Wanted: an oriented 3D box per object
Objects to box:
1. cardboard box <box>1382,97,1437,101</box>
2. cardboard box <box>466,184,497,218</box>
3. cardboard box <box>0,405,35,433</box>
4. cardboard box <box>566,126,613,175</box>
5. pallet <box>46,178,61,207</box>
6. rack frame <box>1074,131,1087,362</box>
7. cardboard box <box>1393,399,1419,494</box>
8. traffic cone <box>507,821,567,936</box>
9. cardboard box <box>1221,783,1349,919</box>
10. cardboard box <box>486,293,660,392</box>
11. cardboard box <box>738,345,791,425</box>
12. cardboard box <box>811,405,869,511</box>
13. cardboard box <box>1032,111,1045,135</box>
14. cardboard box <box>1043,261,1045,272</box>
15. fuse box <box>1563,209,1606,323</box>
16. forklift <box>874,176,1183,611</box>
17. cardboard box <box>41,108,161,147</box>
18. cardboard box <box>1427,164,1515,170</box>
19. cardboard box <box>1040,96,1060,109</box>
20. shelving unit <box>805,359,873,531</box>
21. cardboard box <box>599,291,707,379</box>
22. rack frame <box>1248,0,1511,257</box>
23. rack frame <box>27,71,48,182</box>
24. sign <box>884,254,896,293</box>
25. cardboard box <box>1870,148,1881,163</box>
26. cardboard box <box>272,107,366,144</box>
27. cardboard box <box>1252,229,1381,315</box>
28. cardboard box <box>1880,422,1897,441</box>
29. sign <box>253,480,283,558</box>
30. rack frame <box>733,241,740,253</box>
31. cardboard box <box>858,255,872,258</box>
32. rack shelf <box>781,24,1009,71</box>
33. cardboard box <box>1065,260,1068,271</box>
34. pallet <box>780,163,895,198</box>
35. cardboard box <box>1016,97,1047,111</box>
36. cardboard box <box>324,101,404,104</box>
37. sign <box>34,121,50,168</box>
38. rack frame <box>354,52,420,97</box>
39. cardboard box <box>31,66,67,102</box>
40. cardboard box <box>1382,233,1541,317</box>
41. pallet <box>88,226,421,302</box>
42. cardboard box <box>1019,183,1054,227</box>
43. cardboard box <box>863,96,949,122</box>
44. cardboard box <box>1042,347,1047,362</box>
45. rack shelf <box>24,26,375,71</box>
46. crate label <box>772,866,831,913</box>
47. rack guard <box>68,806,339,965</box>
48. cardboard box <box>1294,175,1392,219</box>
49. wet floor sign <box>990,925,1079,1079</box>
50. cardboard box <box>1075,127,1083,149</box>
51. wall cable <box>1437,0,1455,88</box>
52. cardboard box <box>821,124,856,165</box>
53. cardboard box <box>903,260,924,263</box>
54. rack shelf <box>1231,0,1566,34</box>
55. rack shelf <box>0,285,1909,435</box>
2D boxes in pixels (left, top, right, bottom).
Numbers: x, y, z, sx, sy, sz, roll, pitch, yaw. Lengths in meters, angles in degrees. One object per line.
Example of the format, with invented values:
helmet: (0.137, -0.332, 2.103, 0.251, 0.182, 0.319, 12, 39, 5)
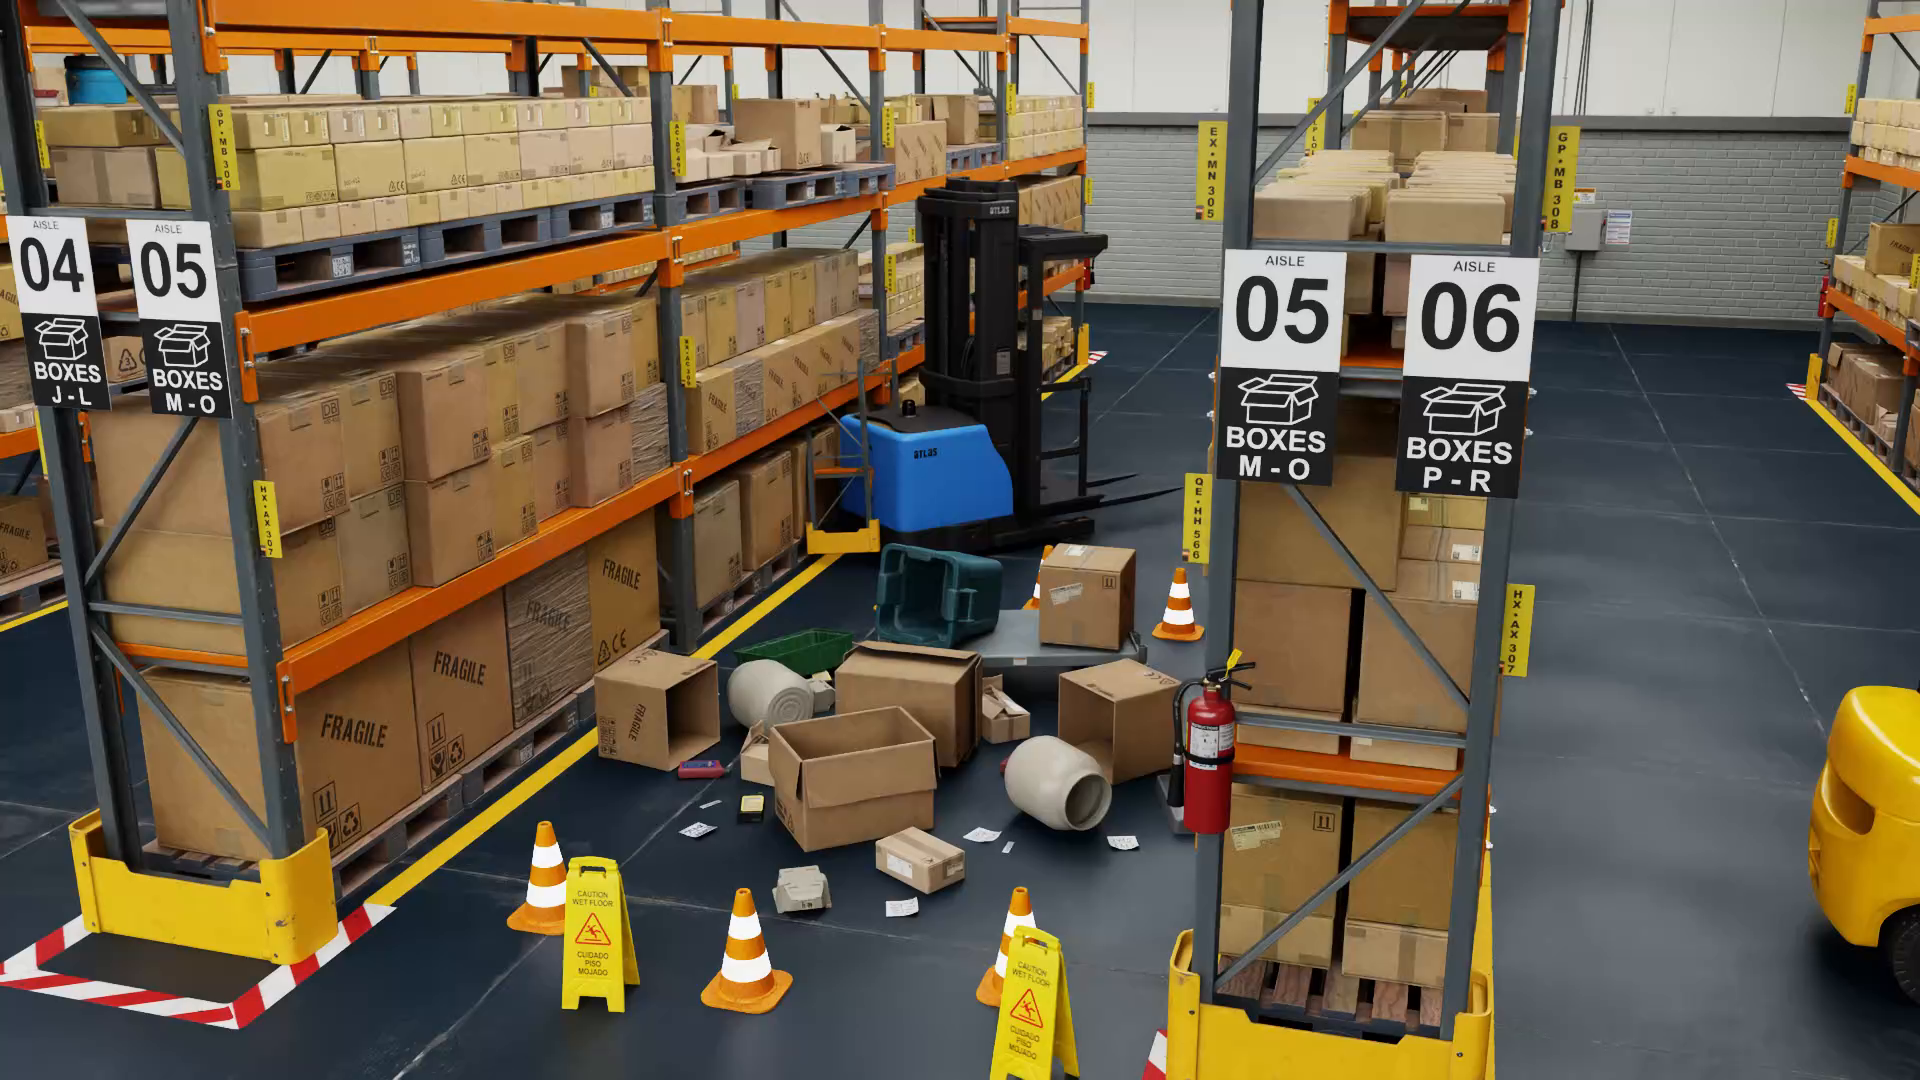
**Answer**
cardboard box: (4.252, -3.943, 15.784, 0.500, 0.500, 0.500, 4, 16, 15)
cardboard box: (-2.569, -1.710, 8.371, 0.380, 0.149, 0.250, 5, 17, 16)
cardboard box: (-6.854, -0.869, 11.856, 0.380, 0.149, 0.250, 5, 16, 16)
cardboard box: (-2.305, -2.205, 9.388, 0.500, 0.250, 0.500, 5, 16, 16)
pallet: (-6.717, -2.639, 12.485, 1.213, 0.211, 1.003, 5, 16, 16)
rack frame: (1.143, -3.862, 21.947, 1.000, 3.000, 0.127, 5, 16, 16)
cardboard box: (1.779, -0.534, 7.655, 0.700, 0.500, 0.500, 5, 16, 16)
traffic cone: (-1.892, 1.516, 7.637, 0.336, 0.463, 0.334, 5, 16, 16)
cardboard box: (3.432, -1.212, 12.771, 0.853, 1.989, 13.684, 5, 17, 16)
cardboard box: (-2.405, -1.220, 10.380, 0.875, 0.550, 0.550, 5, 16, 16)
cardboard box: (-1.573, -1.150, 12.203, 0.500, 0.500, 0.500, 5, 16, 16)
cardboard box: (-1.390, -0.736, 14.281, 1.050, 0.750, 0.750, 4, 16, 15)
cardboard box: (0.675, -4.795, 19.098, 0.500, 0.250, 0.500, 5, 17, 17)
cardboard box: (0.700, -3.375, 19.505, 0.500, 0.500, 0.500, 4, 16, 15)
fuse box: (9.470, -4.160, 25.362, 0.539, 1.711, 0.414, 5, 16, 16)
forklift: (0.484, -1.347, 13.208, 3.733, 2.935, 2.033, -10, 19, -32)
cardboard box: (-3.634, -1.746, 7.038, 0.380, 0.149, 0.250, 5, 17, 16)
cardboard box: (2.322, -1.626, 7.567, 0.380, 0.149, 0.250, 5, 17, 17)
cardboard box: (0.993, -5.292, 20.121, 0.380, 0.149, 0.250, 4, 16, 15)
shelving unit: (-0.852, -0.691, 13.454, 0.500, 1.500, 0.985, -2, 5, 13)
cardboard box: (-2.132, -1.382, 11.188, 0.700, 0.500, 0.500, 4, 16, 15)
rack frame: (1.374, -2.204, 5.109, 0.949, 2.616, 0.053, 5, 16, 16)
rack frame: (-6.994, -4.019, 11.509, 1.000, 3.000, 0.127, 5, 16, 16)
sign: (-0.598, -2.284, 14.262, 0.100, 0.325, 0.005, 5, 16, 16)
cardboard box: (9.988, -4.115, 17.802, 0.380, 0.149, 0.250, 5, 16, 16)
cardboard box: (-2.860, -1.827, 7.322, 0.380, 0.149, 0.250, 4, 16, 15)
cardboard box: (1.258, -0.987, 6.045, 0.500, 0.250, 0.500, 4, 16, 15)
cardboard box: (9.418, -1.073, 16.570, 0.380, 0.149, 0.250, 4, 16, 14)
sign: (-2.874, -0.086, 6.903, 0.100, 0.325, 0.005, 5, 16, 16)
rack frame: (-3.584, -4.273, 23.397, 1.000, 3.000, 0.127, 5, 16, 16)
cardboard box: (-0.913, -2.777, 16.723, 0.380, 0.149, 0.250, 5, 17, 18)
rack shelf: (-0.562, -4.640, 15.747, 1.077, 0.370, 4.000, 5, 16, 16)
cardboard box: (1.158, -3.505, 21.149, 0.380, 0.149, 0.250, 4, 16, 15)
pallet: (-1.263, -2.948, 13.576, 1.213, 0.211, 1.003, 5, 17, 18)
cardboard box: (0.802, -5.085, 19.393, 0.380, 0.149, 0.250, 4, 16, 14)
cardboard box: (-3.129, -2.211, 8.678, 0.380, 0.149, 0.250, 5, 16, 16)
sign: (-6.472, -2.785, 11.707, 0.100, 0.325, 0.005, 5, 16, 16)
rack frame: (-8.333, -7.543, 23.932, 1.000, 3.000, 0.127, 5, 16, 16)
cardboard box: (-13.474, -6.615, 24.142, 0.700, 0.500, 0.500, 5, 16, 16)
cardboard box: (4.104, -0.454, 6.270, 4.908, 1.399, 2.138, 4, 16, 14)
pallet: (-3.203, -1.271, 7.479, 1.003, 0.211, 1.213, 5, 16, 16)
cardboard box: (0.821, -3.987, 19.828, 0.500, 0.500, 0.500, 4, 16, 14)
cardboard box: (-0.559, -4.116, 16.388, 0.797, 0.503, 0.637, 4, 16, 15)
cardboard box: (0.843, -2.263, 20.220, 0.380, 0.149, 0.250, 5, 17, 16)
rack shelf: (-6.426, -4.004, 13.507, 1.077, 0.370, 4.000, 5, 16, 16)
crate label: (-0.741, 1.639, 7.801, 0.250, 0.136, 0.298, -4, 16, -13)
rack guard: (-3.411, 1.533, 7.508, 1.175, 0.500, 0.348, 5, 16, 16)
cardboard box: (1.546, -1.394, 6.749, 0.380, 0.149, 0.250, 5, 16, 16)
wet floor sign: (0.291, 1.781, 6.368, 0.267, 0.644, 0.232, 11, 19, 35)
cardboard box: (1.267, -5.093, 21.067, 0.500, 0.250, 0.500, 4, 16, 15)
wall cable: (7.264, -7.900, 25.192, 0.463, 3.000, 0.029, 5, 16, 16)
cardboard box: (-1.140, -3.122, 13.054, 0.500, 0.311, 0.500, 5, 16, 16)
cardboard box: (-0.367, -2.651, 16.279, 0.380, 0.149, 0.250, 4, 16, 15)
rack shelf: (1.939, -2.380, 7.054, 1.077, 0.370, 4.000, 5, 16, 16)
rack shelf: (1.325, -1.267, 14.117, 15.872, 0.370, 15.908, 5, 16, 16)
